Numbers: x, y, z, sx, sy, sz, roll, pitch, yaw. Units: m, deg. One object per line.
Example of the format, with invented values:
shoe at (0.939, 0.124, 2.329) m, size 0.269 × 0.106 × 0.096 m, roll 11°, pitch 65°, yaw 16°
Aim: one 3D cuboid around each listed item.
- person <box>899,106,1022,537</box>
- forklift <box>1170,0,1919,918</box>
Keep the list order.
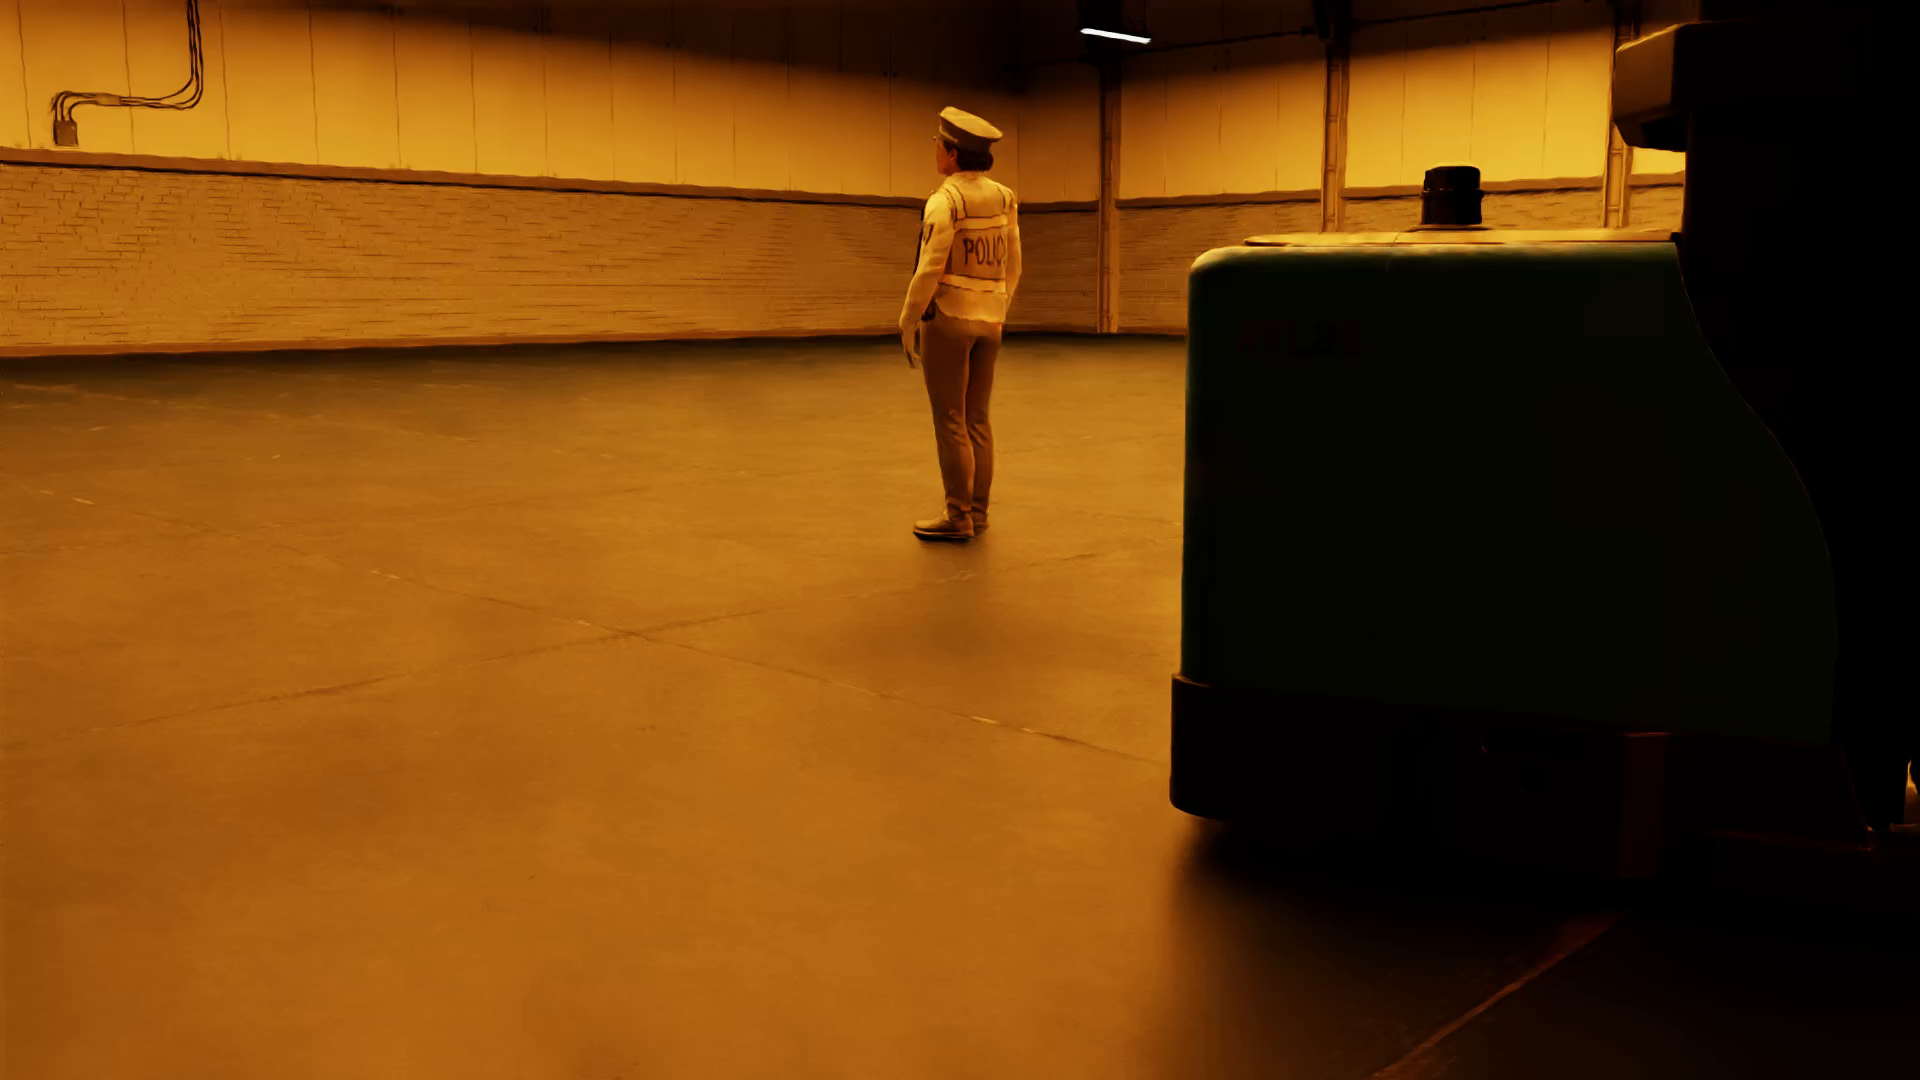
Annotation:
person at (-0.038, -0.854, 6.648) m, size 0.533 × 1.695 × 0.568 m, roll 8°, pitch 12°, yaw 43°
forklift at (1.948, -0.869, 2.647) m, size 3.031 × 2.935 × 1.130 m, roll 4°, pitch 9°, yaw 24°
